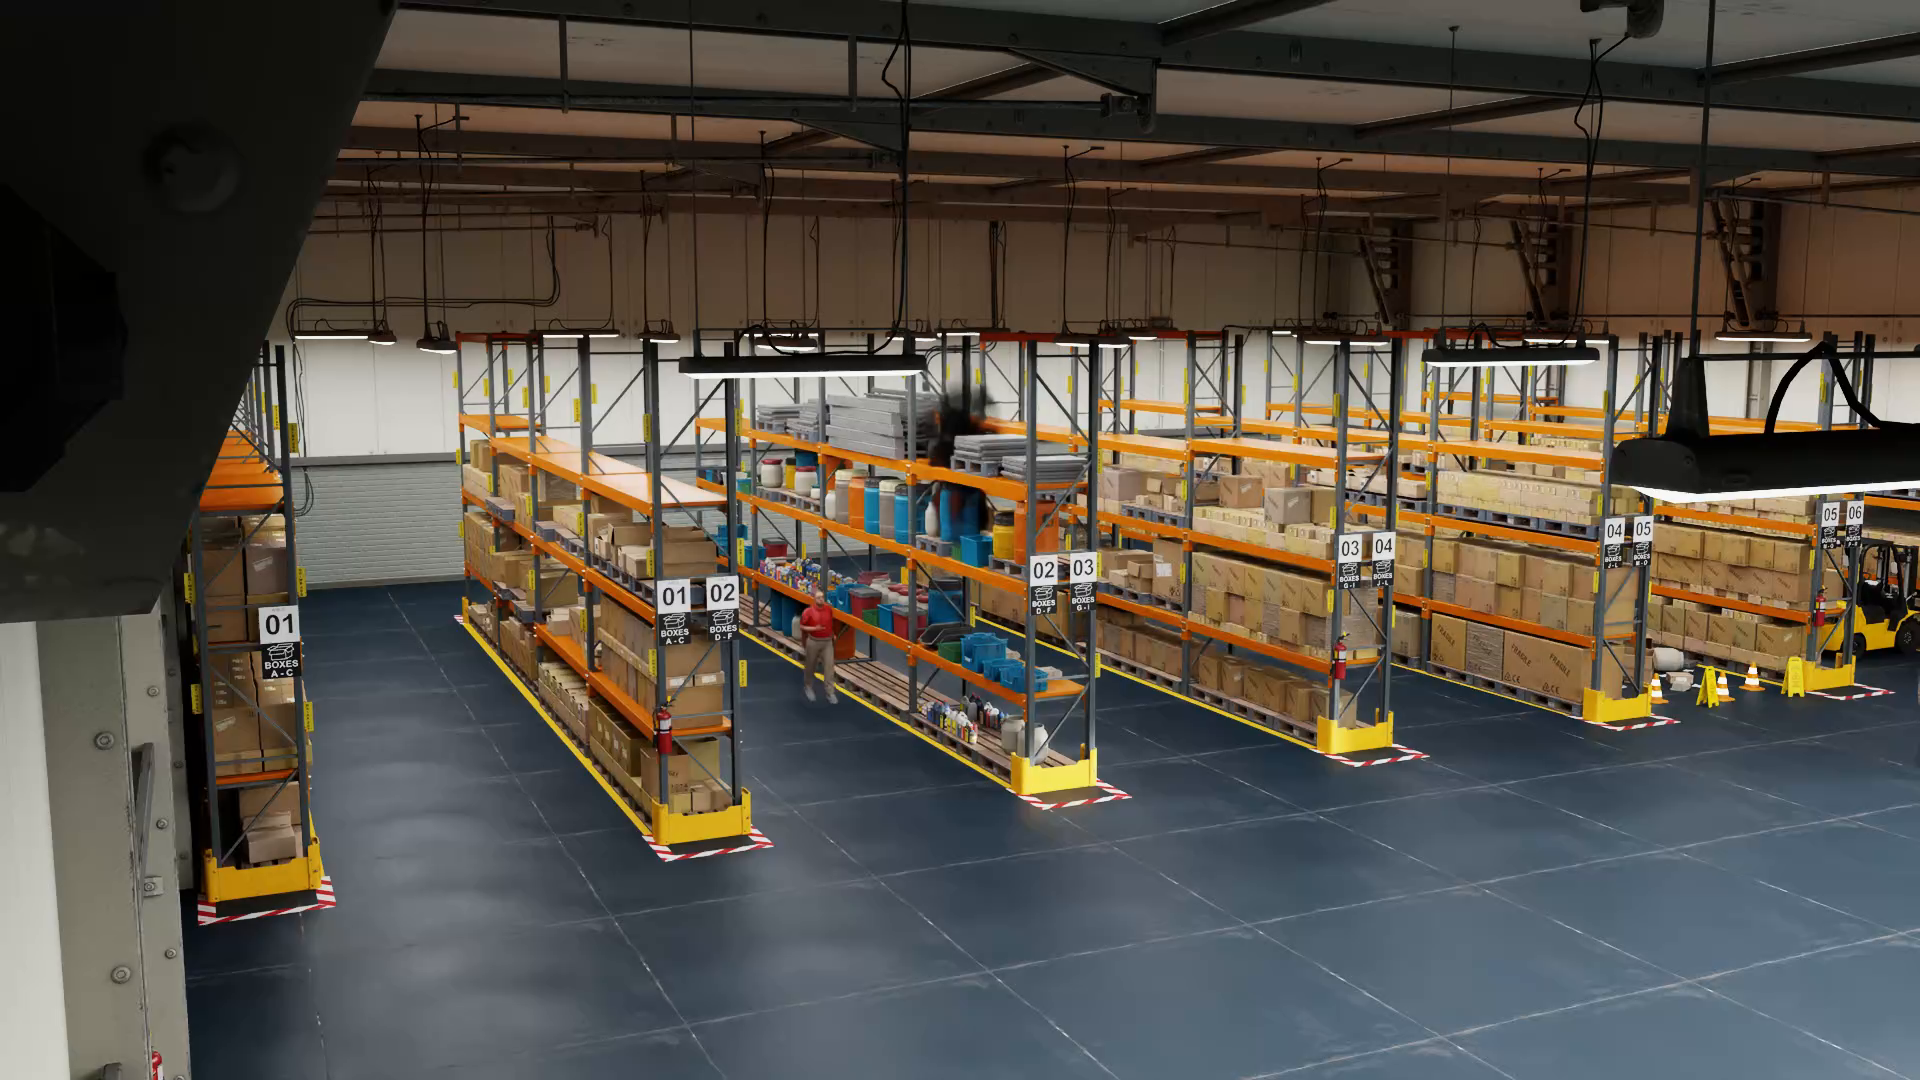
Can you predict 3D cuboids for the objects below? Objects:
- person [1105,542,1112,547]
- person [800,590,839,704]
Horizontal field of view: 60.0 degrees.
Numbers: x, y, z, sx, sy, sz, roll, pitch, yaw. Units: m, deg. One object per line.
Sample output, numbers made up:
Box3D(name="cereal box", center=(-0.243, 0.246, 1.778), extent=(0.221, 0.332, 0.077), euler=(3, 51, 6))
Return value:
Box3D(name="person", center=(3.125, 0.835, 34.776), extent=(0.531, 1.594, 0.883), euler=(-5, 9, -31))
Box3D(name="person", center=(-2.188, 1.681, 26.030), extent=(0.658, 1.790, 0.893), euler=(-4, 9, -28))
